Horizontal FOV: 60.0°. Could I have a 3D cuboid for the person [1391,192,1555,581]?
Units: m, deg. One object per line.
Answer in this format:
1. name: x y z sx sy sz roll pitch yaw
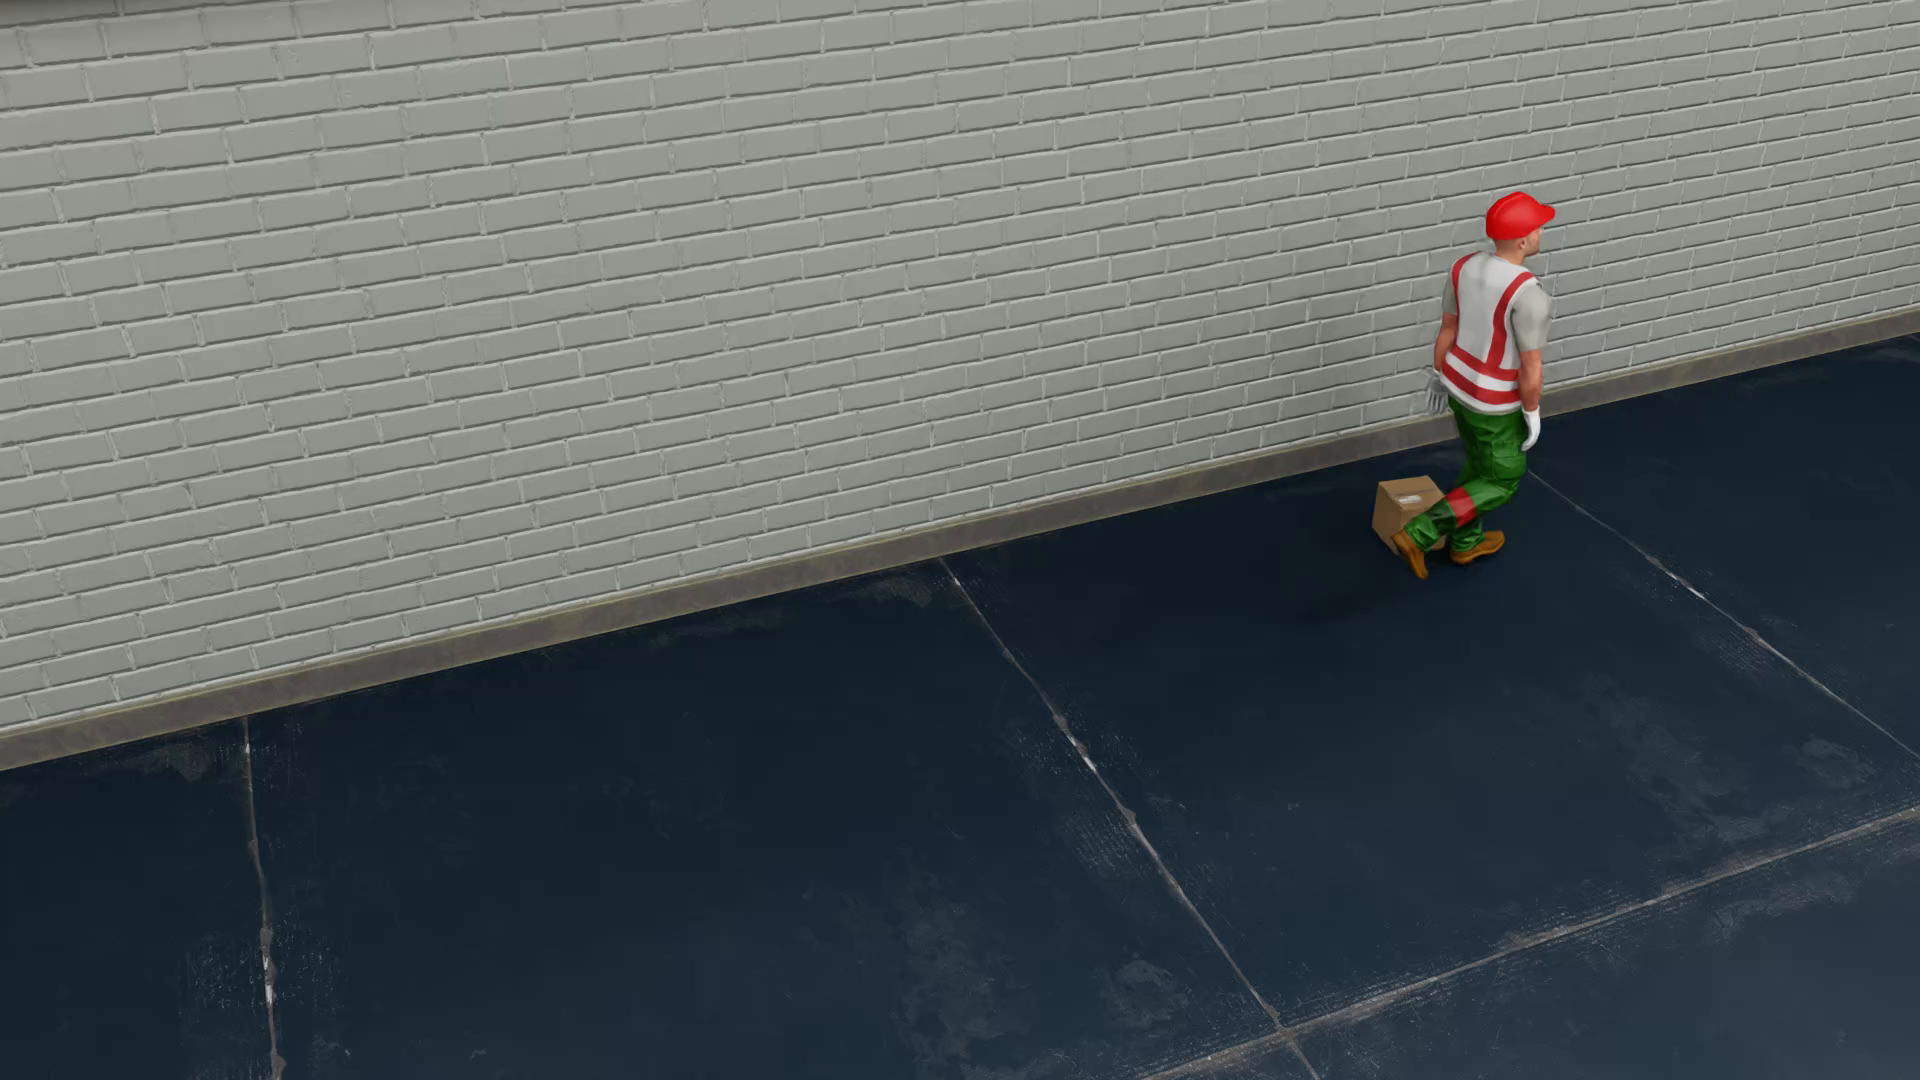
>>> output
1. person: 2.177 -0.605 7.017 0.759 1.769 0.552 -14 36 -20
